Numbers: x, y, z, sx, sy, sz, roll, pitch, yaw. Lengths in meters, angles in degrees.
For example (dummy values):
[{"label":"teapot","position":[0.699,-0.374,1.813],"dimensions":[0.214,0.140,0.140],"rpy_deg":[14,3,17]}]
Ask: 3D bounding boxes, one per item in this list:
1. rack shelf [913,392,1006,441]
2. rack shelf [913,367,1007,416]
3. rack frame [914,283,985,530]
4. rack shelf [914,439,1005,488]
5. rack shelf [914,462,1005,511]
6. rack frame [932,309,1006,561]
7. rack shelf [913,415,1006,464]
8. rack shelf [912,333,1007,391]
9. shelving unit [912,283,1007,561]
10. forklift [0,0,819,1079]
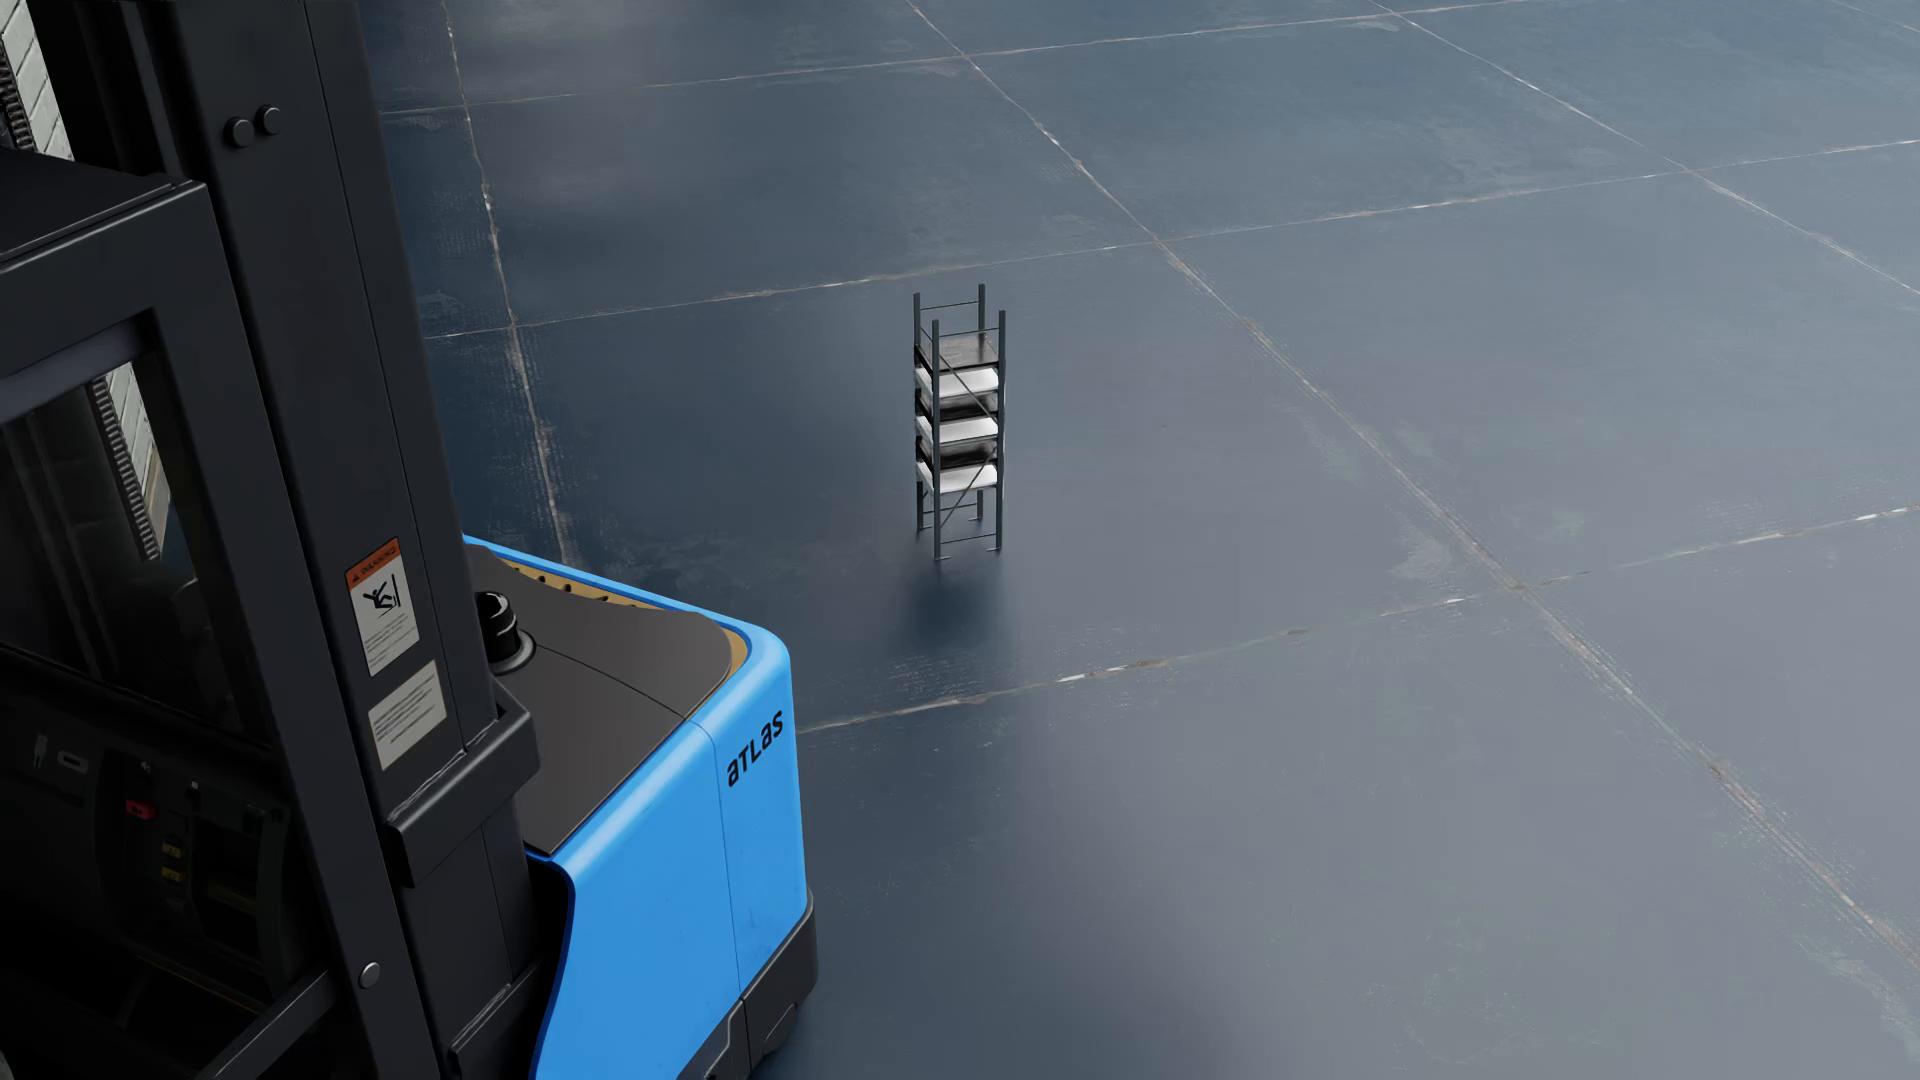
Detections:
[{"label":"rack shelf","position":[-0.002,-0.427,5.477],"dimensions":[0.258,0.077,0.200],"rpy_deg":[-10,35,-15]},{"label":"rack shelf","position":[-0.002,-0.502,5.427],"dimensions":[0.258,0.077,0.200],"rpy_deg":[-10,35,-15]},{"label":"rack frame","position":[-0.033,-0.433,5.589],"dimensions":[0.240,0.900,0.006],"rpy_deg":[-10,35,-15]},{"label":"rack shelf","position":[-0.002,-0.277,5.576],"dimensions":[0.258,0.077,0.200],"rpy_deg":[-10,35,-15]},{"label":"rack shelf","position":[-0.002,-0.202,5.626],"dimensions":[0.258,0.077,0.200],"rpy_deg":[-10,35,-15]},{"label":"rack frame","position":[0.029,-0.326,5.428],"dimensions":[0.240,0.900,0.006],"rpy_deg":[-10,35,-15]},{"label":"rack shelf","position":[-0.002,-0.352,5.527],"dimensions":[0.258,0.077,0.200],"rpy_deg":[-10,35,-15]},{"label":"rack shelf","position":[-0.002,-0.577,5.378],"dimensions":[0.258,0.077,0.200],"rpy_deg":[-10,35,-15]},{"label":"shelving unit","position":[-0.002,-0.380,5.508],"dimensions":[0.258,0.900,0.210],"rpy_deg":[-10,35,-15]},{"label":"forklift","position":[-1.451,0.481,2.364],"dimensions":[1.130,2.935,3.031],"rpy_deg":[15,36,22]}]
